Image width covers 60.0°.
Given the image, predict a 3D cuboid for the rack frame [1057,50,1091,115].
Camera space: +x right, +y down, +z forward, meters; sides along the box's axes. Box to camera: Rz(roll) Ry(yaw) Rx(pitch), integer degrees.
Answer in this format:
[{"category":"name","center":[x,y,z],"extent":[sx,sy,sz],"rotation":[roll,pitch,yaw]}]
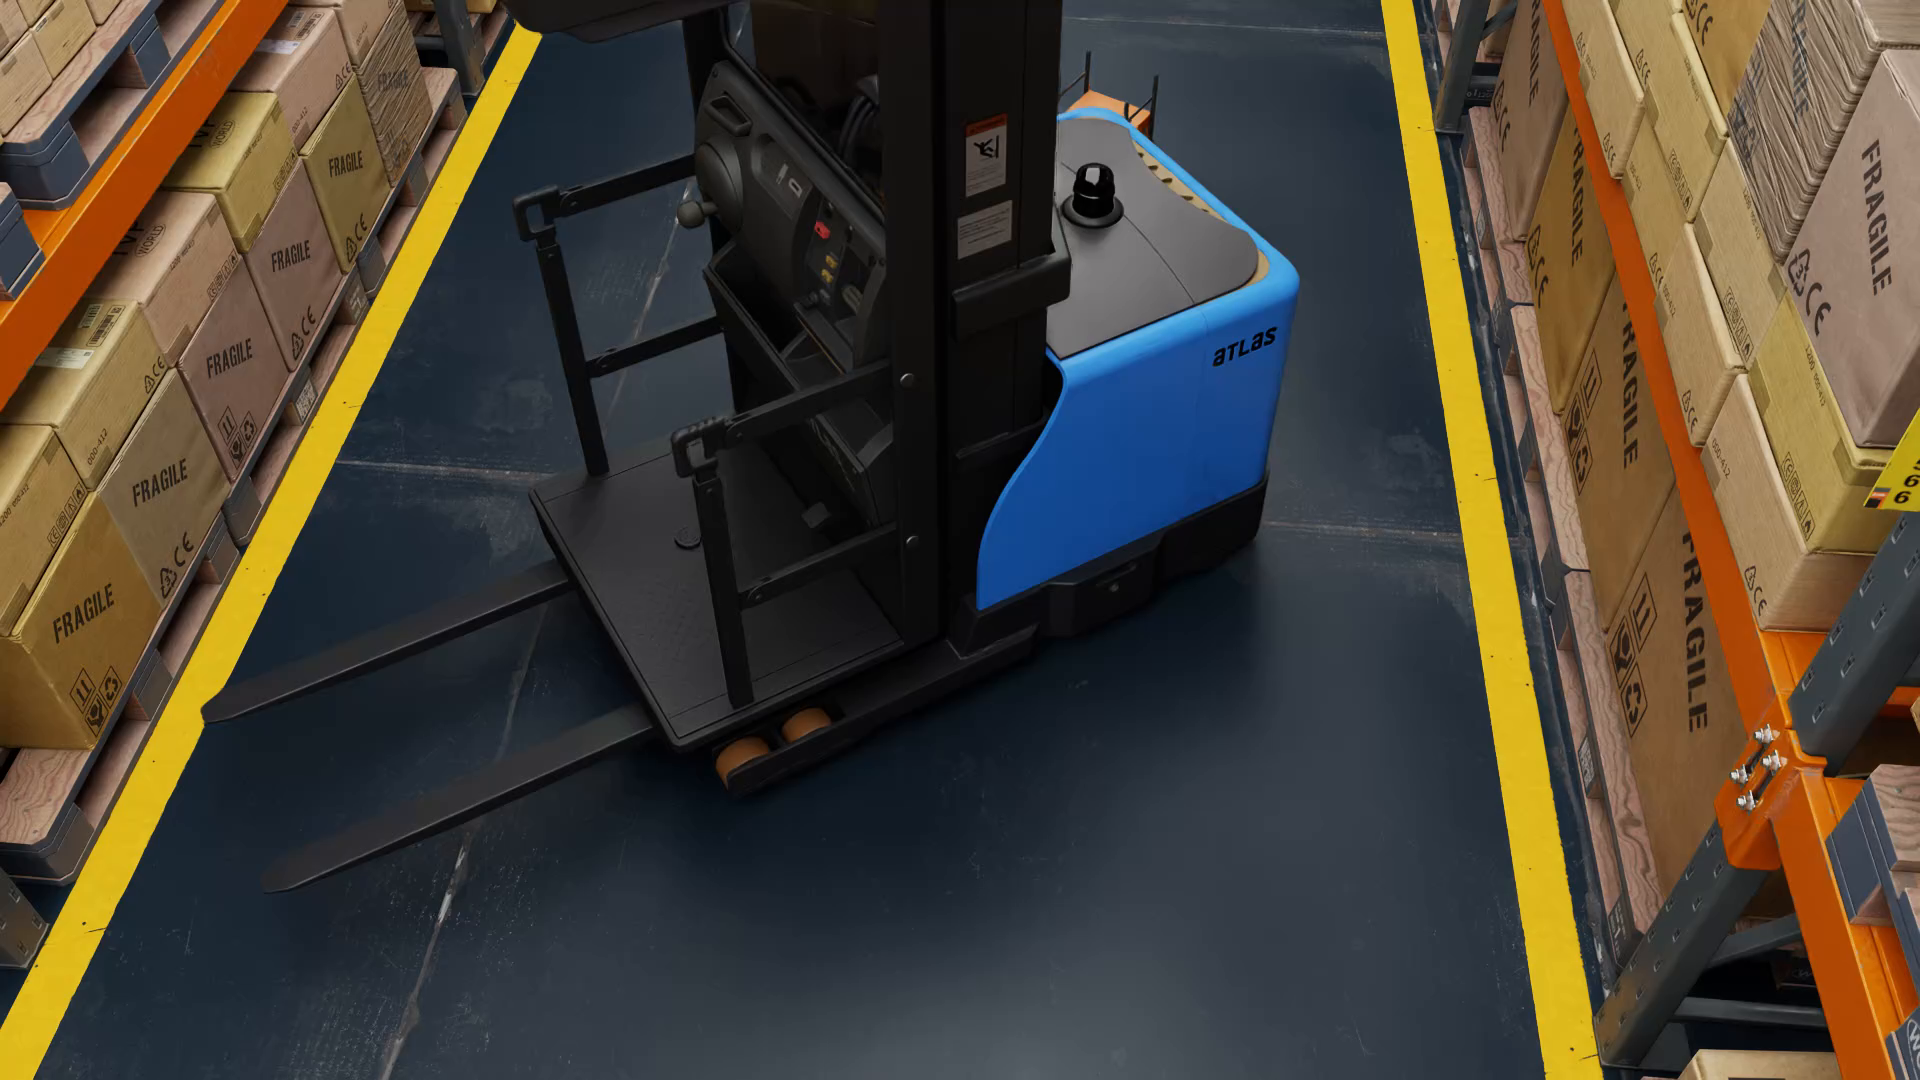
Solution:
[{"category":"rack frame","center":[0.354,-1.127,5.569],"extent":[0.008,1.050,0.200],"rotation":[26,53,22]}]

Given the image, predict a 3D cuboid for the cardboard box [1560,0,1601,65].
[{"category":"cardboard box","center":[2.023,-1.562,4.747],"extent":[0.500,0.250,0.500],"rotation":[4,48,3]}]

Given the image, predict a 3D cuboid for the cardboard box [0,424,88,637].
[{"category":"cardboard box","center":[-2.565,-0.035,4.150],"extent":[0.500,0.250,0.500],"rotation":[2,48,2]}]

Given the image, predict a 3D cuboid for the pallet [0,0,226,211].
[{"category":"pallet","center":[-2.729,-1.386,4.615],"extent":[1.003,0.211,1.213],"rotation":[4,48,4]}]

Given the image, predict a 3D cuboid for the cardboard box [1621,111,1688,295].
[{"category":"cardboard box","center":[1.950,-0.818,4.067],"extent":[0.500,0.250,0.500],"rotation":[3,48,3]}]

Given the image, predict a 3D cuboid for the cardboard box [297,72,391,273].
[{"category":"cardboard box","center":[-2.368,-1.293,5.809],"extent":[0.500,0.500,0.500],"rotation":[3,48,3]}]

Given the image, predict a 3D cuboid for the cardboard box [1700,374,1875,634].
[{"category":"cardboard box","center":[1.857,-0.073,3.385],"extent":[0.500,0.250,0.500],"rotation":[2,48,2]}]

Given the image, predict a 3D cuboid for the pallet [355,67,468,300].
[{"category":"pallet","center":[-2.574,-1.419,6.405],"extent":[1.003,0.211,1.213],"rotation":[4,48,4]}]

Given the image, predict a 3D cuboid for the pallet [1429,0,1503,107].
[{"category":"pallet","center":[2.582,-2.286,7.198],"extent":[1.003,0.211,1.213],"rotation":[4,48,4]}]

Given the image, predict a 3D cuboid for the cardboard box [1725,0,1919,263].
[{"category":"cardboard box","center":[1.895,-0.881,3.277],"extent":[0.500,0.500,0.500],"rotation":[5,48,4]}]

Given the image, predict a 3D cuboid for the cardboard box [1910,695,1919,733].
[{"category":"cardboard box","center":[1.798,0.305,2.384],"extent":[0.500,0.500,0.500],"rotation":[3,48,2]}]

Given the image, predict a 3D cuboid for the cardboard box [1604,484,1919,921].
[{"category":"cardboard box","center":[2.216,0.339,4.062],"extent":[0.875,0.875,0.875],"rotation":[3,48,3]}]

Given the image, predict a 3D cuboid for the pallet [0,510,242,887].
[{"category":"pallet","center":[-2.796,0.374,4.765],"extent":[1.003,0.211,1.213],"rotation":[4,48,4]}]

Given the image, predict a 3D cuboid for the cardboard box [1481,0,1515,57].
[{"category":"cardboard box","center":[2.599,-2.405,6.868],"extent":[0.875,0.438,0.875],"rotation":[3,48,3]}]

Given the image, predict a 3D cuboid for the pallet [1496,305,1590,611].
[{"category":"pallet","center":[2.331,-0.262,5.346],"extent":[1.003,0.211,1.213],"rotation":[4,48,4]}]

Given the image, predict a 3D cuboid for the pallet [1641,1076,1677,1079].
[{"category":"pallet","center":[1.997,1.781,3.478],"extent":[1.003,0.211,1.213],"rotation":[4,48,4]}]

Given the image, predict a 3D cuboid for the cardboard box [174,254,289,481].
[{"category":"cardboard box","center":[-2.466,-0.541,5.121],"extent":[0.500,0.500,0.500],"rotation":[3,48,3]}]

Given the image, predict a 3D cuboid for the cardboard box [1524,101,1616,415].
[{"category":"cardboard box","center":[2.383,-0.973,5.262],"extent":[0.875,0.875,0.875],"rotation":[5,48,5]}]

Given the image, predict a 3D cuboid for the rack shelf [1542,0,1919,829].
[{"category":"rack shelf","center":[2.252,-0.961,4.584],"extent":[1.077,0.370,4.000],"rotation":[4,48,4]}]

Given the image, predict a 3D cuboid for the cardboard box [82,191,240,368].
[{"category":"cardboard box","center":[-2.461,-0.770,4.823],"extent":[0.500,0.250,0.500],"rotation":[4,48,4]}]

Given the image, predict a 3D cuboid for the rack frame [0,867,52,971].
[{"category":"rack frame","center":[-2.869,0.007,3.211],"extent":[1.000,3.000,0.127],"rotation":[4,48,4]}]

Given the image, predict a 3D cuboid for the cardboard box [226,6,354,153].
[{"category":"cardboard box","center":[-2.380,-1.542,5.529],"extent":[0.500,0.250,0.500],"rotation":[6,48,5]}]

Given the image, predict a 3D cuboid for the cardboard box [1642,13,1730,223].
[{"category":"cardboard box","center":[1.930,-0.980,3.876],"extent":[0.500,0.250,0.500],"rotation":[3,48,3]}]

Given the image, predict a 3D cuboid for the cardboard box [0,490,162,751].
[{"category":"cardboard box","center":[-2.550,0.206,4.438],"extent":[0.500,0.500,0.500],"rotation":[2,48,2]}]

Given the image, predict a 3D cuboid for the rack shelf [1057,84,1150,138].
[{"category":"rack shelf","center":[0.455,-1.261,5.322],"extent":[0.240,0.259,0.215],"rotation":[26,53,22]}]

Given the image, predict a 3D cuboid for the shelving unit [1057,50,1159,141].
[{"category":"shelving unit","center":[0.455,-1.077,5.524],"extent":[0.252,1.050,0.215],"rotation":[26,53,22]}]

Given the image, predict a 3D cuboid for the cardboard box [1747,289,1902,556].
[{"category":"cardboard box","center":[1.861,-0.225,3.186],"extent":[0.500,0.250,0.500],"rotation":[4,48,3]}]

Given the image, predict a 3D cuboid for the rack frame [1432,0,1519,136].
[{"category":"rack frame","center":[2.434,-2.674,5.663],"extent":[1.000,3.000,0.127],"rotation":[4,48,4]}]

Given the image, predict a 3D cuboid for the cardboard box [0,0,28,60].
[{"category":"cardboard box","center":[-2.535,-1.256,4.050],"extent":[0.380,0.149,0.250],"rotation":[4,48,4]}]

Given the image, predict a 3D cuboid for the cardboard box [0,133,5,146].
[{"category":"cardboard box","center":[-2.555,-0.959,3.980],"extent":[0.380,0.149,0.250],"rotation":[6,48,5]}]

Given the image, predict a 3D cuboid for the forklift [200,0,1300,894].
[{"category":"forklift","center":[-0.597,-0.736,3.936],"extent":[3.031,2.935,1.130],"rotation":[-23,52,-20]}]

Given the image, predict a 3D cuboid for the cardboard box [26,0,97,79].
[{"category":"cardboard box","center":[-2.508,-1.340,4.328],"extent":[0.380,0.149,0.250],"rotation":[4,48,4]}]
